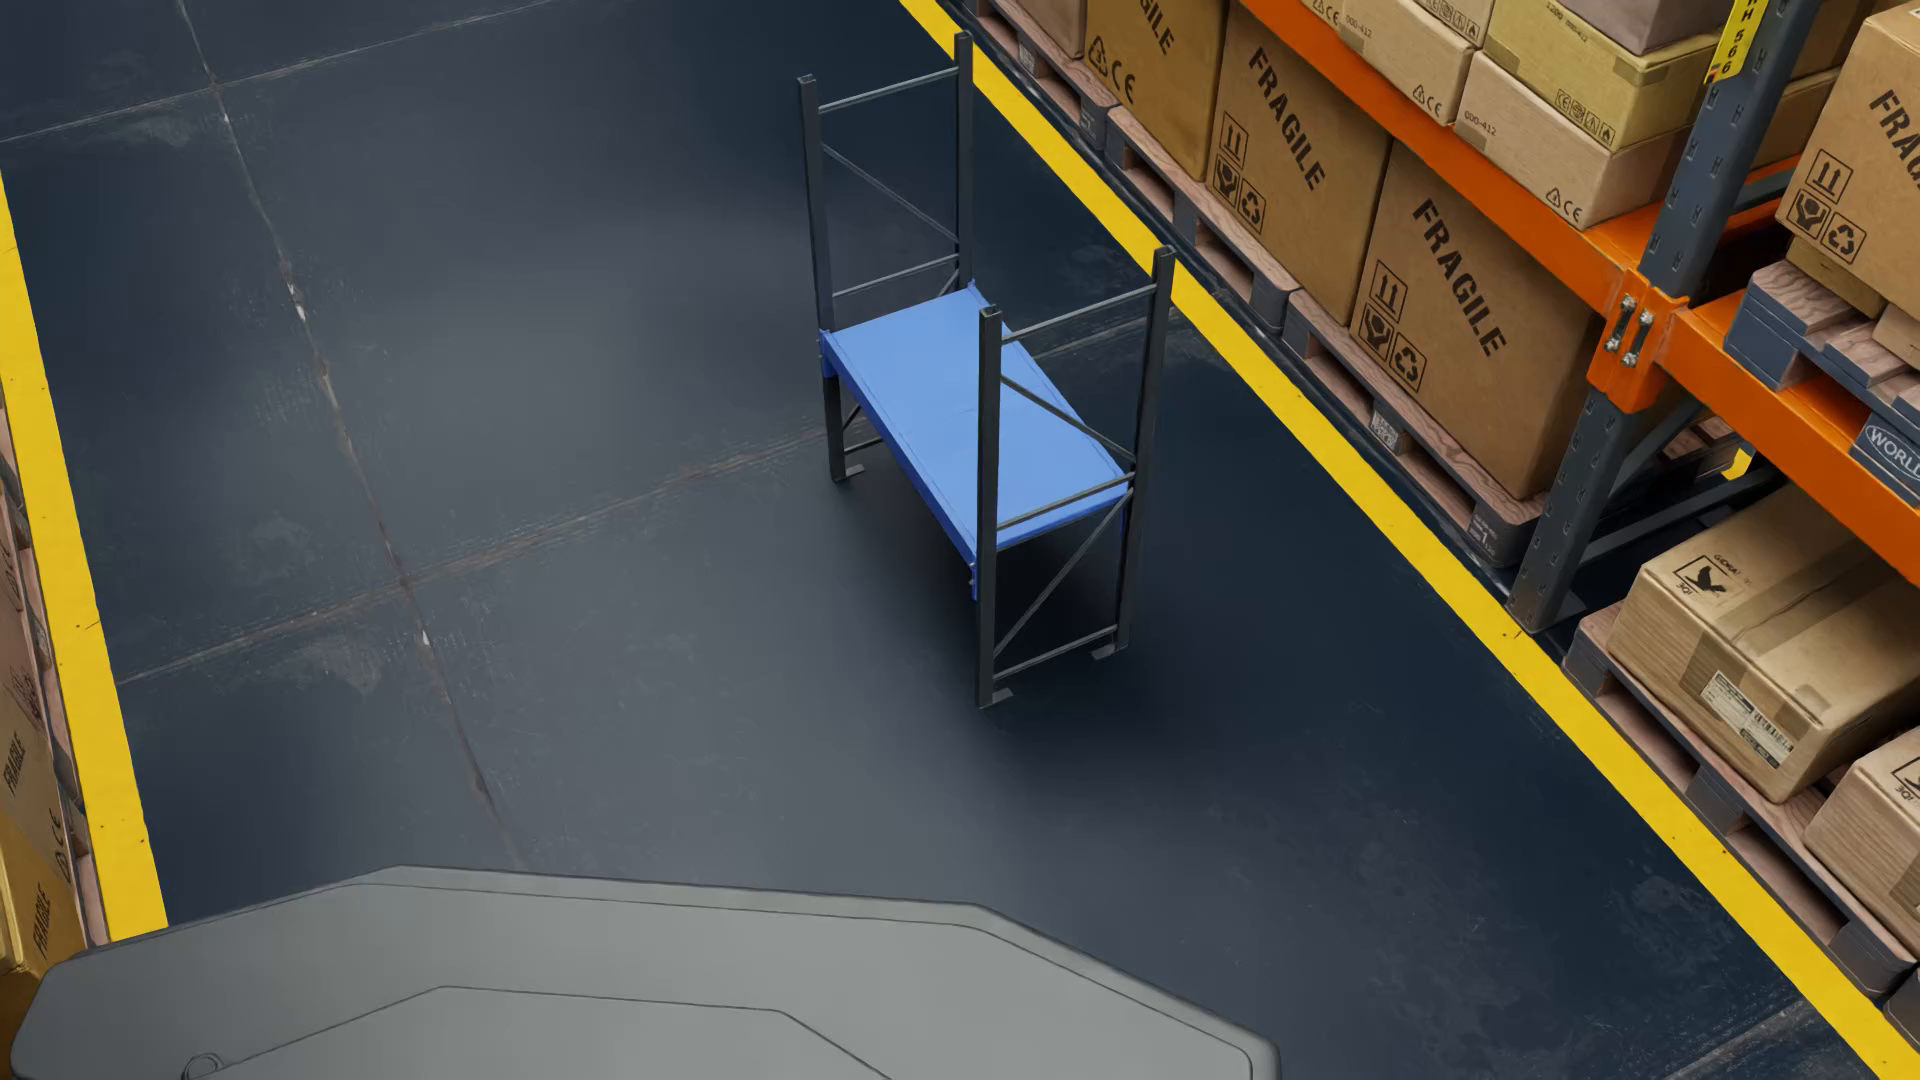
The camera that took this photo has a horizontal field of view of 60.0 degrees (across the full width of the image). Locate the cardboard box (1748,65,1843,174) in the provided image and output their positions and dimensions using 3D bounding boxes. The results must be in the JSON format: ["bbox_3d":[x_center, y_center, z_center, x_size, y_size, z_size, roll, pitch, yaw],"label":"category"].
[{"bbox_3d":[2.126,-1.274,4.471,0.500,0.250,0.500,-22,52,-18],"label":"cardboard box"}]

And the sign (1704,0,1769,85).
[{"bbox_3d":[1.634,-1.097,3.447,0.100,0.325,0.005,-21,52,-18],"label":"sign"}]

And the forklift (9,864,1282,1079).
[{"bbox_3d":[-0.280,1.760,1.764,1.130,2.935,3.031,3,49,3],"label":"forklift"}]

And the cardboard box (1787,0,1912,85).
[{"bbox_3d":[2.114,-1.449,4.292,0.500,0.250,0.500,-22,52,-18],"label":"cardboard box"}]

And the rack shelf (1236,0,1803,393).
[{"bbox_3d":[1.211,-2.011,5.494,1.077,0.370,4.000,-21,52,-18],"label":"rack shelf"}]

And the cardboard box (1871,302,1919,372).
[{"bbox_3d":[2.209,-0.482,3.567,0.380,0.149,0.250,-24,53,-20],"label":"cardboard box"}]

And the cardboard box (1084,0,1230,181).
[{"bbox_3d":[1.071,-2.036,6.170,0.875,0.875,0.875,-20,52,-16],"label":"cardboard box"}]

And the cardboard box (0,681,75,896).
[{"bbox_3d":[-2.559,0.652,4.069,0.500,0.500,0.500,-21,52,-17],"label":"cardboard box"}]

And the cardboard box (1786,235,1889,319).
[{"bbox_3d":[2.110,-0.683,3.743,0.380,0.149,0.250,-24,53,-20],"label":"cardboard box"}]

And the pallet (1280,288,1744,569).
[{"bbox_3d":[1.832,-0.545,5.586,1.003,0.211,1.213,-21,52,-18],"label":"pallet"}]

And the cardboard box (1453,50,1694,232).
[{"bbox_3d":[1.664,-1.109,4.327,0.500,0.250,0.500,-23,53,-19],"label":"cardboard box"}]

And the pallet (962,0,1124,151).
[{"bbox_3d":[0.716,-2.178,7.014,1.003,0.211,1.213,-21,52,-18],"label":"pallet"}]

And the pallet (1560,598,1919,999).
[{"bbox_3d":[2.482,0.532,4.644,1.003,0.211,1.213,-21,52,-18],"label":"pallet"}]

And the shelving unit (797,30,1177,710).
[{"bbox_3d":[0.039,-0.437,4.636,0.538,1.500,1.048,-21,52,-18],"label":"shelving unit"}]

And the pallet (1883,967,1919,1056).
[{"bbox_3d":[3.037,1.348,3.931,1.003,0.211,1.213,-21,52,-18],"label":"pallet"}]

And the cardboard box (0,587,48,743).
[{"bbox_3d":[-2.798,0.310,4.368,0.500,0.500,0.500,-22,53,-18],"label":"cardboard box"}]

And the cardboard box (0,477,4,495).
[{"bbox_3d":[-3.262,-0.377,4.969,0.500,0.500,0.500,-22,52,-18],"label":"cardboard box"}]

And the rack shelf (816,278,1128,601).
[{"bbox_3d":[0.039,-0.318,4.771,0.538,0.185,1.000,-21,52,-18],"label":"rack shelf"}]

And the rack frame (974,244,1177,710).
[{"bbox_3d":[0.272,-0.096,4.338,0.500,1.500,0.032,-21,52,-18],"label":"rack frame"}]

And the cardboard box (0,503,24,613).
[{"bbox_3d":[-3.031,-0.032,4.667,0.500,0.500,0.500,-22,52,-18],"label":"cardboard box"}]

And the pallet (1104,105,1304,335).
[{"bbox_3d":[1.278,-1.360,6.299,1.003,0.211,1.213,-21,52,-18],"label":"pallet"}]

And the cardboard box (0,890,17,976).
[{"bbox_3d":[-2.329,0.756,3.479,0.500,0.250,0.500,-23,53,-19],"label":"cardboard box"}]

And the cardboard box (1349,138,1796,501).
[{"bbox_3d":[1.884,-0.839,5.123,0.875,0.875,0.875,-22,52,-18],"label":"cardboard box"}]

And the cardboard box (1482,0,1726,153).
[{"bbox_3d":[1.679,-1.261,4.128,0.500,0.250,0.500,-21,52,-18],"label":"cardboard box"}]

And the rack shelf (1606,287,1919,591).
[{"bbox_3d":[3.041,0.666,3.152,1.077,0.370,4.000,-21,52,-18],"label":"rack shelf"}]

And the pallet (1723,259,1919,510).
[{"bbox_3d":[2.547,-0.406,3.739,1.213,0.211,1.003,-21,52,-18],"label":"pallet"}]

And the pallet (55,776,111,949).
[{"bbox_3d":[-2.585,1.258,4.009,1.003,0.211,1.213,-21,52,-18],"label":"pallet"}]

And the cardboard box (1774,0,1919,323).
[{"bbox_3d":[2.126,-0.797,3.412,0.500,0.500,0.500,-23,53,-19],"label":"cardboard box"}]

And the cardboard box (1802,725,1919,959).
[{"bbox_3d":[2.721,0.690,4.120,0.950,0.372,0.625,-22,52,-18],"label":"cardboard box"}]

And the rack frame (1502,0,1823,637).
[{"bbox_3d":[2.126,-0.909,4.052,1.000,3.000,0.127,-21,52,-18],"label":"rack frame"}]

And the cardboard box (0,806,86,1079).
[{"bbox_3d":[-2.326,0.987,3.776,0.500,0.500,0.500,-23,53,-19],"label":"cardboard box"}]

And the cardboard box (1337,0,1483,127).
[{"bbox_3d":[1.416,-1.445,4.621,0.500,0.250,0.500,-20,52,-17],"label":"cardboard box"}]

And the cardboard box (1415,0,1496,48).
[{"bbox_3d":[1.441,-1.603,4.427,0.500,0.250,0.500,-22,53,-18],"label":"cardboard box"}]

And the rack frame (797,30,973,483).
[{"bbox_3d":[-0.194,-0.777,4.933,0.500,1.500,0.032,-21,52,-18],"label":"rack frame"}]

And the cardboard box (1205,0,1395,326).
[{"bbox_3d":[1.480,-1.437,5.647,0.875,0.875,0.875,-21,52,-17],"label":"cardboard box"}]

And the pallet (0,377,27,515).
[{"bbox_3d":[-3.702,-0.375,5.438,1.003,0.211,1.213,-21,52,-18],"label":"pallet"}]

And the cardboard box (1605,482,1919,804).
[{"bbox_3d":[2.376,0.199,4.550,0.950,0.372,0.625,-24,53,-20],"label":"cardboard box"}]

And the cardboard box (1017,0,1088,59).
[{"bbox_3d":[0.651,-2.638,6.697,0.875,0.875,0.875,-20,52,-16],"label":"cardboard box"}]

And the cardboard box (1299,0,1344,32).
[{"bbox_3d":[1.200,-1.788,4.921,0.500,0.250,0.500,-22,52,-18],"label":"cardboard box"}]

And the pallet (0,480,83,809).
[{"bbox_3d":[-3.140,0.443,4.723,1.003,0.211,1.213,-21,52,-18],"label":"pallet"}]

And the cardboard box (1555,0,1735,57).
[{"bbox_3d":[1.657,-1.527,3.862,0.500,0.500,0.500,-22,53,-18],"label":"cardboard box"}]
